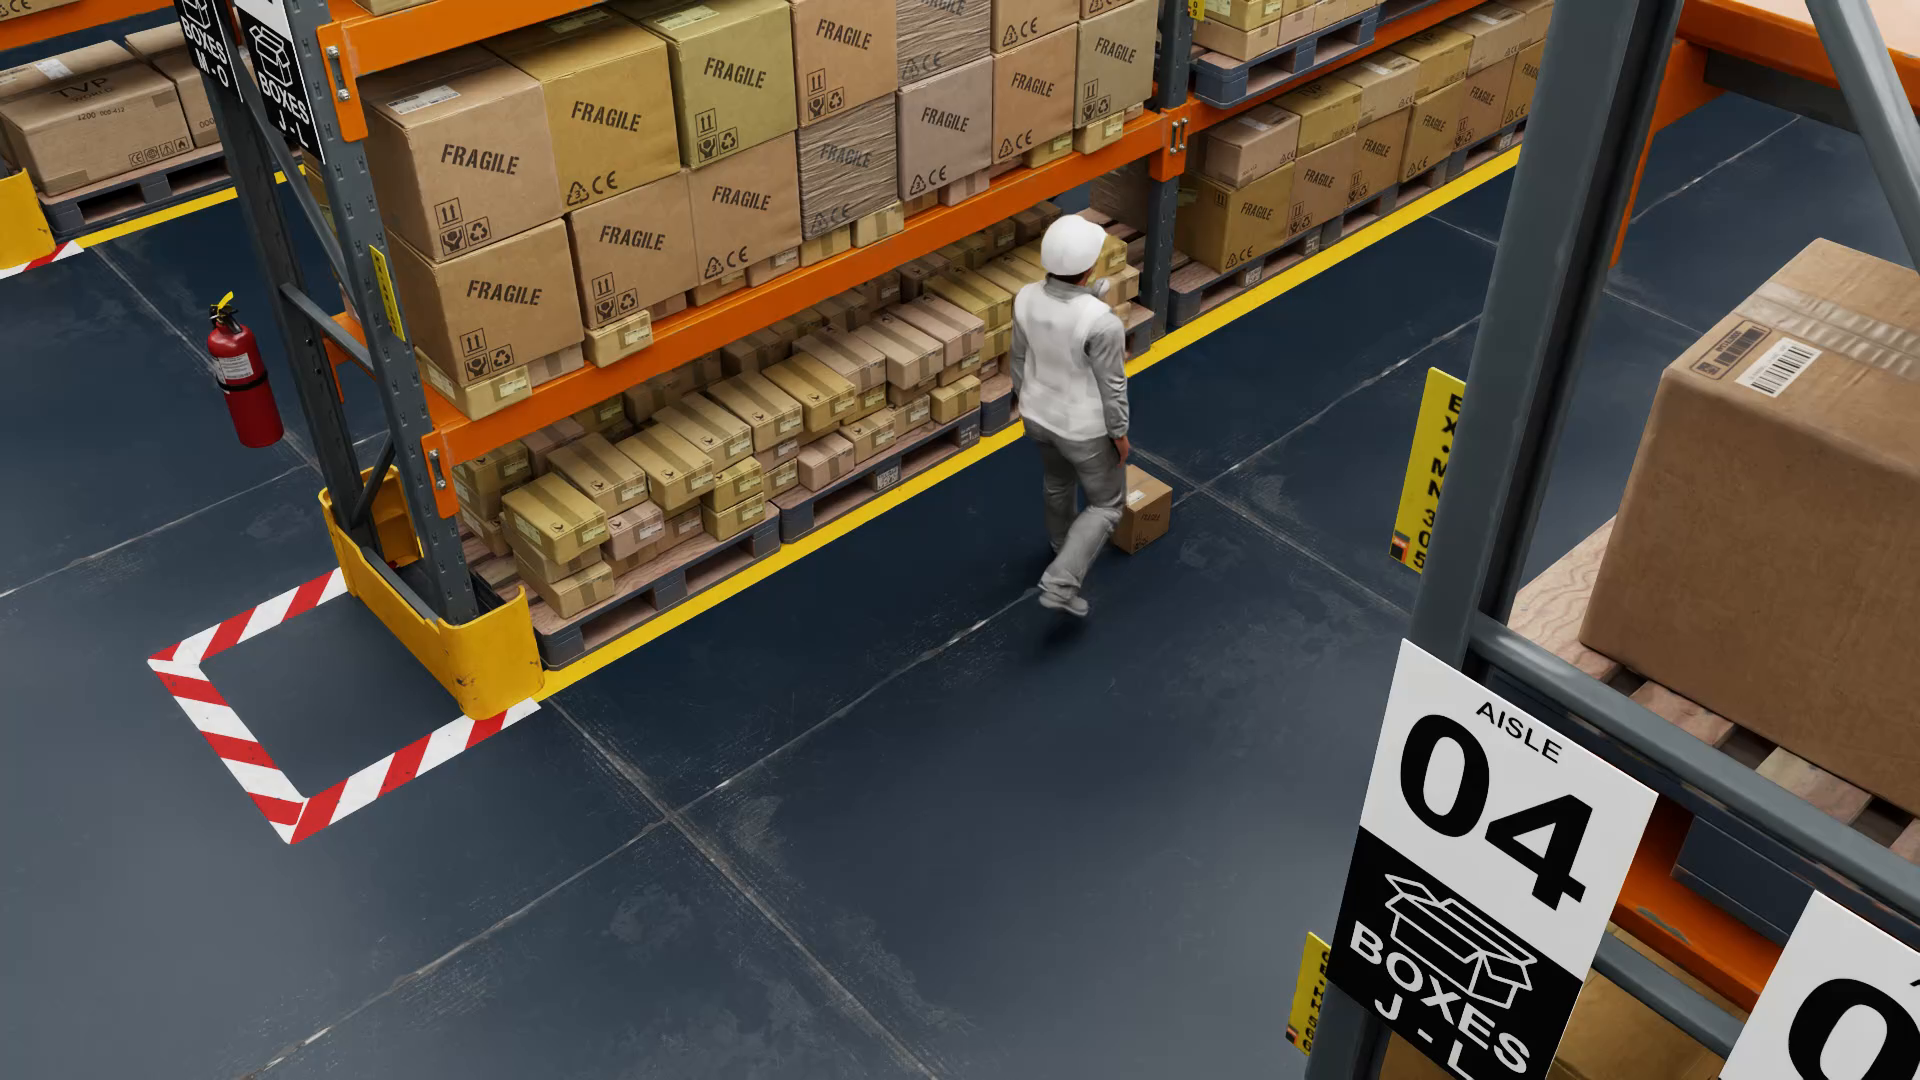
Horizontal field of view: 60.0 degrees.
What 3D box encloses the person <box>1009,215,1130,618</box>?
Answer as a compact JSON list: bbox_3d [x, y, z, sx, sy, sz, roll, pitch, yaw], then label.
[{"bbox_3d":[0.455,-0.512,6.732,0.578,1.764,0.784,30,48,31],"label":"person"}]
